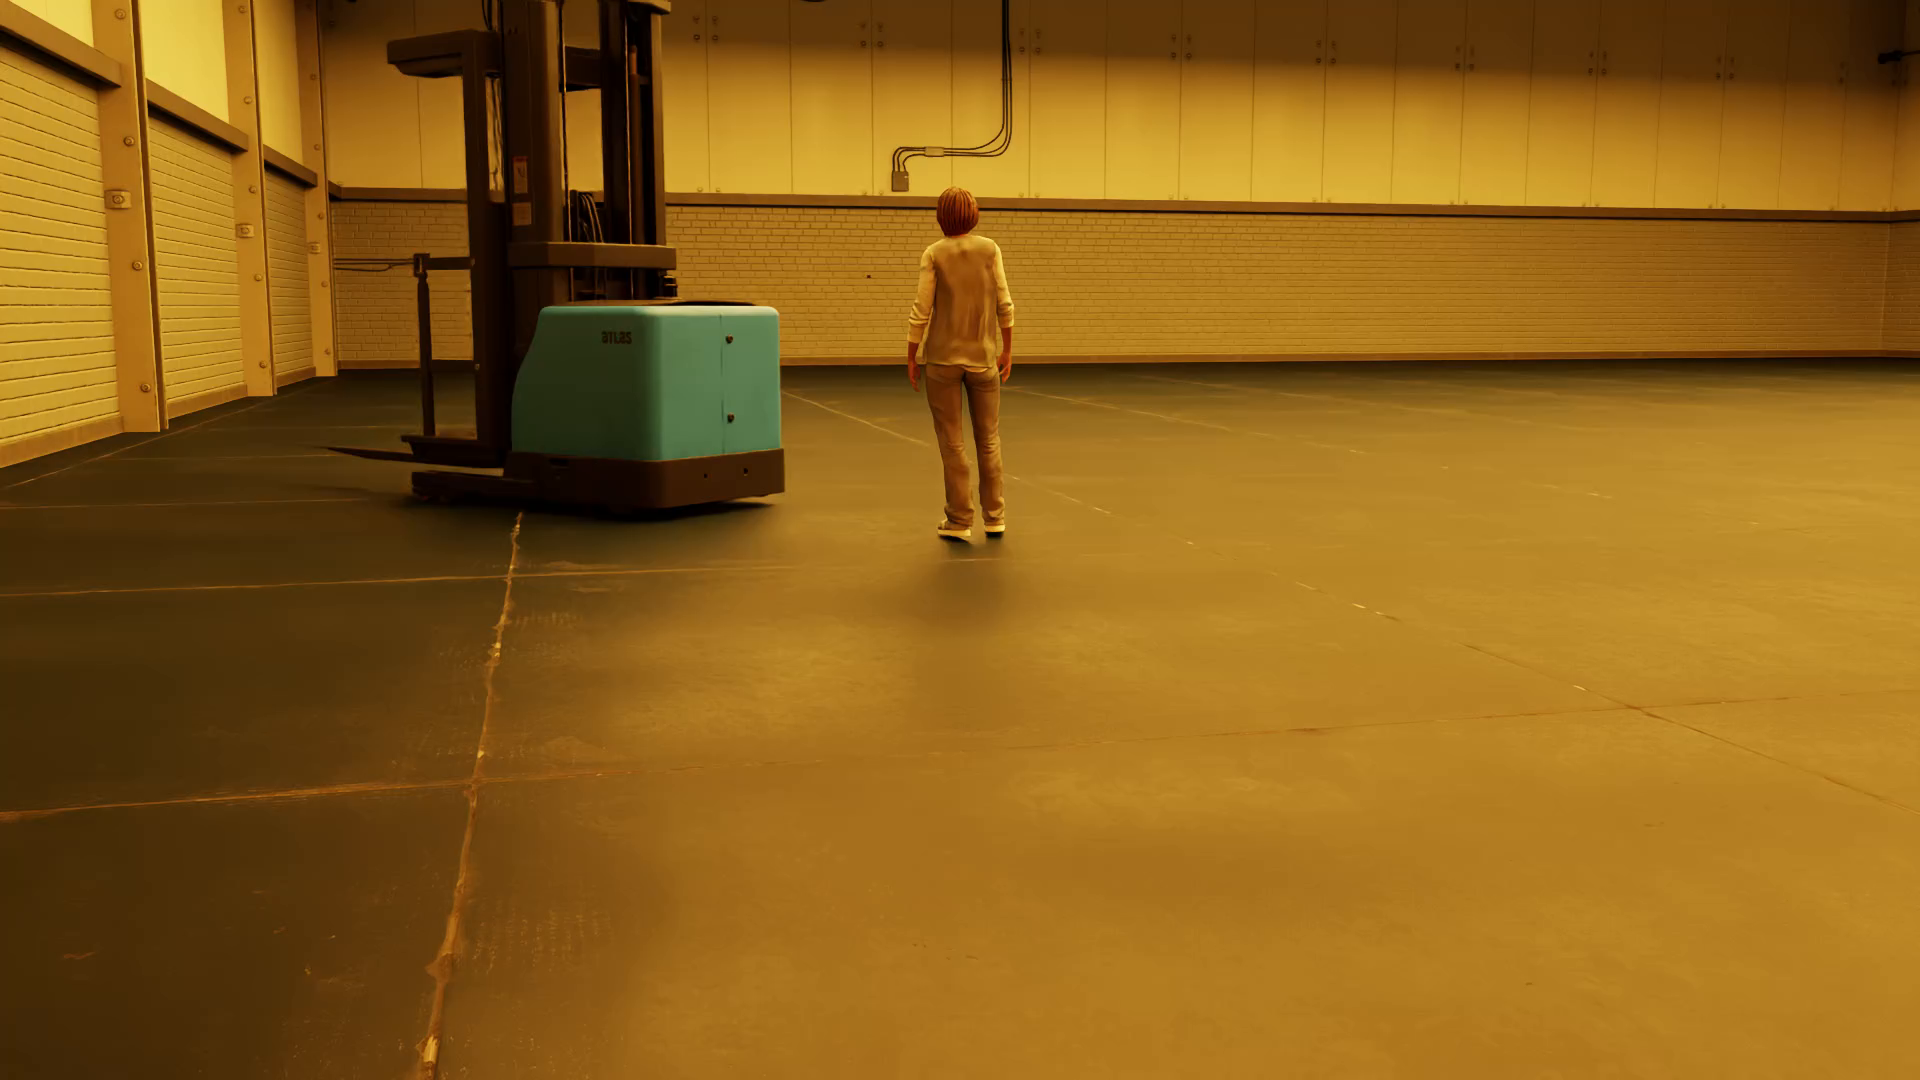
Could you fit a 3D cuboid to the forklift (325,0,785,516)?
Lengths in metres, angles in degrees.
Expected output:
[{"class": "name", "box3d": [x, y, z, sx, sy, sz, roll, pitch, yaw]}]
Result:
[{"class": "forklift", "box3d": [-2.448, -1.710, 9.345, 3.031, 2.935, 1.130, 6, 10, 35]}]

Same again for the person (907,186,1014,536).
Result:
[{"class": "person", "box3d": [-0.004, -0.808, 7.669, 0.521, 1.596, 0.475, -2, 8, -13]}]
